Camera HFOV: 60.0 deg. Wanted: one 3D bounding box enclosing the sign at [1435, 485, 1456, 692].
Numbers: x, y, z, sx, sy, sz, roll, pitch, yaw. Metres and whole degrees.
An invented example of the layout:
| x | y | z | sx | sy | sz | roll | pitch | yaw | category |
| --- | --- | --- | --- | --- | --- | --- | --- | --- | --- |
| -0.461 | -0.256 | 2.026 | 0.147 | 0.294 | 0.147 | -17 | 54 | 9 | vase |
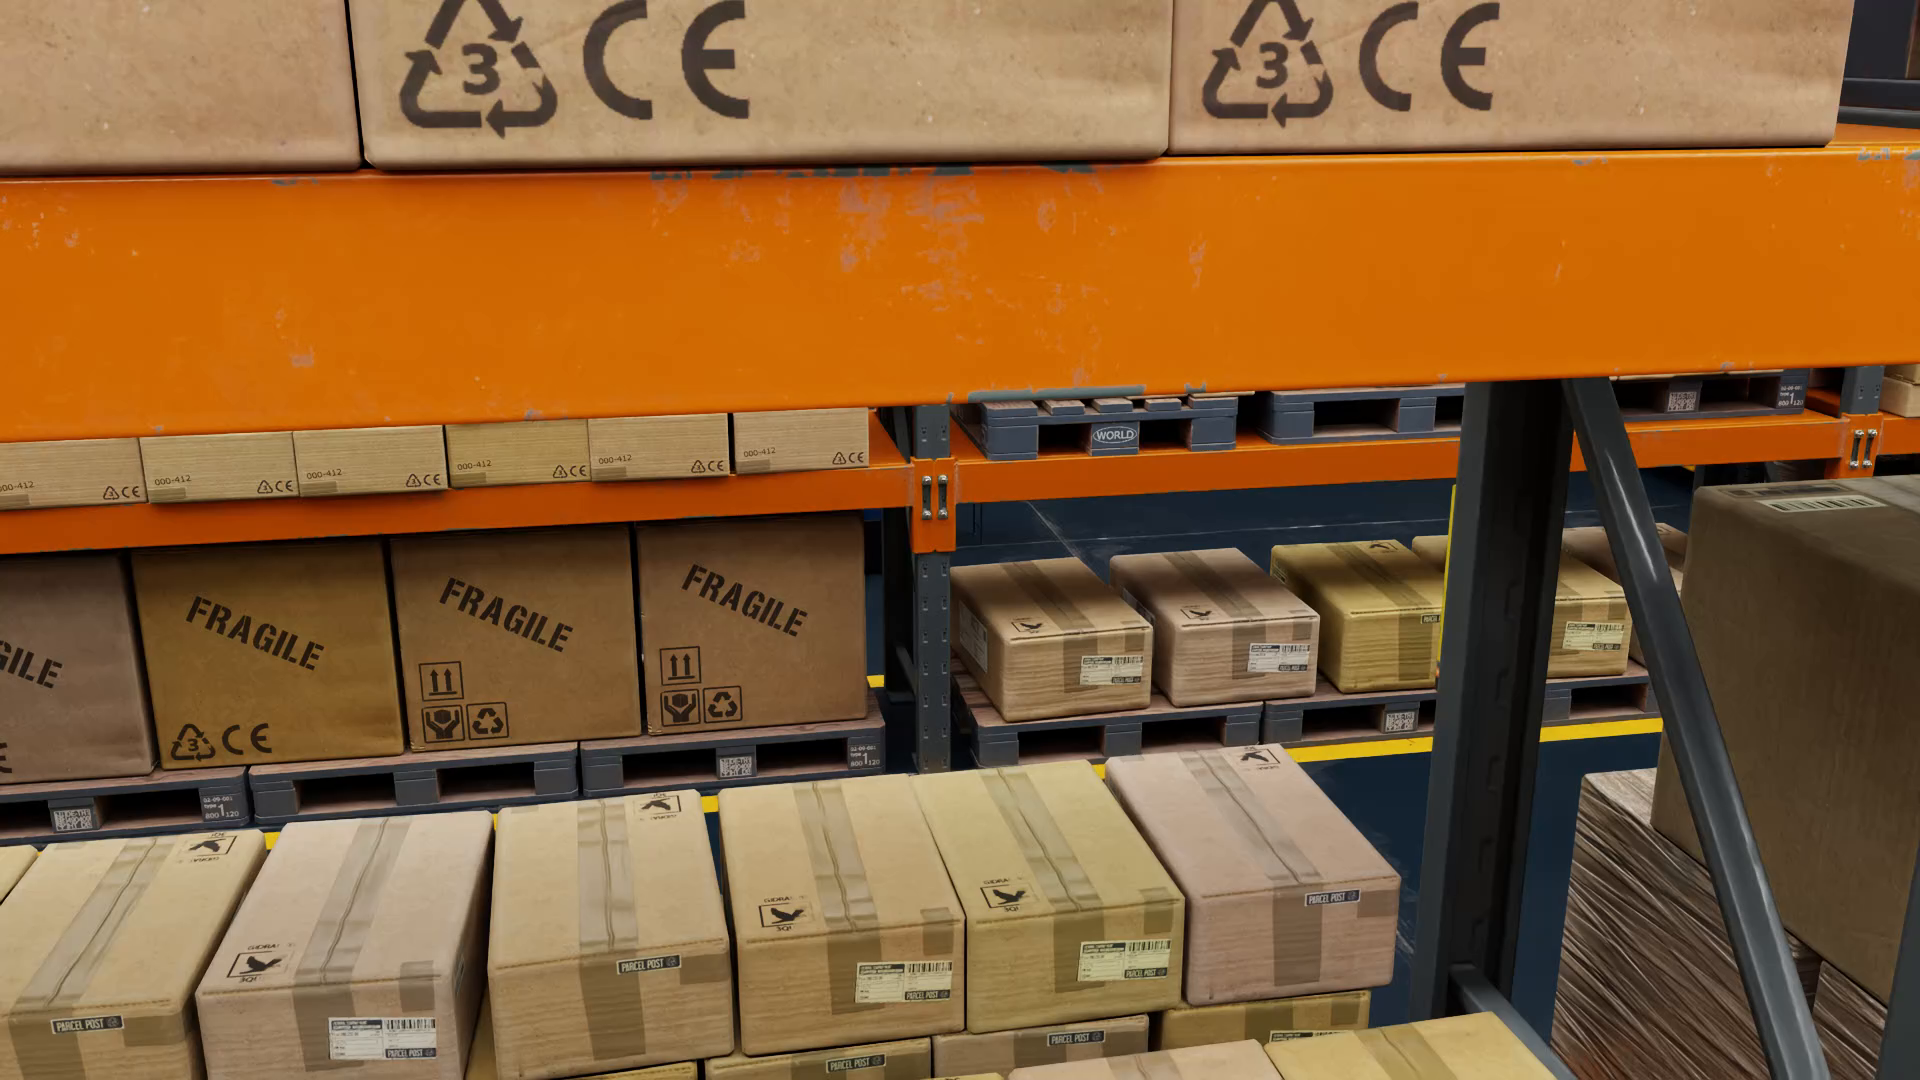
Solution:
| x | y | z | sx | sy | sz | roll | pitch | yaw | category |
| --- | --- | --- | --- | --- | --- | --- | --- | --- | --- |
| 0.736 | 0.088 | 2.446 | 0.005 | 0.325 | 0.100 | -3 | 17 | -10 | sign |

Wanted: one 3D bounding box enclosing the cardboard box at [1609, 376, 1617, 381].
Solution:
| x | y | z | sx | sy | sz | roll | pitch | yaw | category |
| --- | --- | --- | --- | --- | --- | --- | --- | --- | --- |
| 2.523 | -0.766 | 6.910 | 0.250 | 0.149 | 0.380 | -3 | 17 | -10 | cardboard box |

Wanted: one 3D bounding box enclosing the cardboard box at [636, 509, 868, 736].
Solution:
| x | y | z | sx | sy | sz | roll | pitch | yaw | category |
| --- | --- | --- | --- | --- | --- | --- | --- | --- | --- |
| -0.887 | 0.209 | 6.926 | 0.875 | 0.875 | 0.875 | -3 | 17 | -11 | cardboard box |

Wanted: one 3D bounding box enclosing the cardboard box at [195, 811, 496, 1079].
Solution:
| x | y | z | sx | sy | sz | roll | pitch | yaw | category |
| --- | --- | --- | --- | --- | --- | --- | --- | --- | --- |
| -0.676 | 0.464 | 1.891 | 0.250 | 0.149 | 0.380 | -2 | 17 | -8 | cardboard box |

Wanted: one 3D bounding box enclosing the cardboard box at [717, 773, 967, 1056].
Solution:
| x | y | z | sx | sy | sz | roll | pitch | yaw | category |
| --- | --- | --- | --- | --- | --- | --- | --- | --- | --- |
| -0.151 | 0.434 | 1.990 | 0.250 | 0.149 | 0.380 | -3 | 17 | -11 | cardboard box |

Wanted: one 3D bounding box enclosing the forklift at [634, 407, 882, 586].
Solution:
| x | y | z | sx | sy | sz | roll | pitch | yaw | category |
| --- | --- | --- | --- | --- | --- | --- | --- | --- | --- |
| -1.826 | -1.279 | 8.985 | 3.031 | 2.935 | 1.130 | -4 | 17 | -12 | forklift |

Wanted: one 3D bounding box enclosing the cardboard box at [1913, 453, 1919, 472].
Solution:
| x | y | z | sx | sy | sz | roll | pitch | yaw | category |
| --- | --- | --- | --- | --- | --- | --- | --- | --- | --- |
| 4.499 | -0.343 | 7.405 | 0.250 | 0.149 | 0.380 | -3 | 17 | -10 | cardboard box |

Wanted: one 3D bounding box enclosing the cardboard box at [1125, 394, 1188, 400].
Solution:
| x | y | z | sx | sy | sz | roll | pitch | yaw | category |
| --- | --- | --- | --- | --- | --- | --- | --- | --- | --- |
| 0.722 | -0.674 | 6.609 | 0.250 | 0.149 | 0.380 | -4 | 18 | -14 | cardboard box |

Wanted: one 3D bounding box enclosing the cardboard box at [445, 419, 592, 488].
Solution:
| x | y | z | sx | sy | sz | roll | pitch | yaw | category |
| --- | --- | --- | --- | --- | --- | --- | --- | --- | --- |
| -1.637 | -0.389 | 6.226 | 0.500 | 0.250 | 0.500 | -3 | 17 | -11 | cardboard box |

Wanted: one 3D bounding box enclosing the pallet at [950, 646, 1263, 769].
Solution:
| x | y | z | sx | sy | sz | roll | pitch | yaw | category |
| --- | --- | --- | --- | --- | --- | --- | --- | --- | --- |
| 0.574 | 0.669 | 7.273 | 1.213 | 0.211 | 1.003 | -3 | 17 | -10 | pallet |

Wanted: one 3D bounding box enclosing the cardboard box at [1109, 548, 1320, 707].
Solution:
| x | y | z | sx | sy | sz | roll | pitch | yaw | category |
| --- | --- | --- | --- | --- | --- | --- | --- | --- | --- |
| 1.086 | 0.363 | 7.281 | 0.625 | 0.372 | 0.950 | -4 | 17 | -12 | cardboard box |

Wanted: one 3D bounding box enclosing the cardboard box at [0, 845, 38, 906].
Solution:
| x | y | z | sx | sy | sz | roll | pitch | yaw | category |
| --- | --- | --- | --- | --- | --- | --- | --- | --- | --- |
| -1.181 | 0.492 | 1.800 | 0.250 | 0.149 | 0.380 | -3 | 17 | -11 | cardboard box |

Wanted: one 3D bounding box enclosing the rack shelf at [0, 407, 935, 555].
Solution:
| x | y | z | sx | sy | sz | roll | pitch | yaw | category |
| --- | --- | --- | --- | --- | --- | --- | --- | --- | --- |
| -2.157 | -0.165 | 6.466 | 4.000 | 0.370 | 1.077 | -3 | 17 | -10 | rack shelf |

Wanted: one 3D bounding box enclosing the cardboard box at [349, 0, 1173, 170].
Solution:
| x | y | z | sx | sy | sz | roll | pitch | yaw | category |
| --- | --- | --- | --- | --- | --- | --- | --- | --- | --- |
| -0.156 | -0.544 | 1.195 | 0.500 | 0.500 | 0.500 | -3 | 17 | -10 | cardboard box |

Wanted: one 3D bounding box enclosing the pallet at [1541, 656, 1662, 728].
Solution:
| x | y | z | sx | sy | sz | roll | pitch | yaw | category |
| --- | --- | --- | --- | --- | --- | --- | --- | --- | --- |
| 2.970 | 0.534 | 7.715 | 1.213 | 0.211 | 1.003 | -3 | 17 | -10 | pallet |

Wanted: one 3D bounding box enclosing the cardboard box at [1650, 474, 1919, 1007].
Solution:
| x | y | z | sx | sy | sz | roll | pitch | yaw | category |
| --- | --- | --- | --- | --- | --- | --- | --- | --- | --- |
| 1.288 | 0.253 | 2.006 | 0.500 | 0.500 | 0.700 | -3 | 17 | -11 | cardboard box |

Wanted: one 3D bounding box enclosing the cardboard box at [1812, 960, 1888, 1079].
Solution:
| x | y | z | sx | sy | sz | roll | pitch | yaw | category |
| --- | --- | --- | --- | --- | --- | --- | --- | --- | --- |
| 1.337 | 0.806 | 1.909 | 0.500 | 0.500 | 0.500 | -3 | 17 | -10 | cardboard box |

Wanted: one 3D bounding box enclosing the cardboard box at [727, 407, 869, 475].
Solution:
| x | y | z | sx | sy | sz | roll | pitch | yaw | category |
| --- | --- | --- | --- | --- | --- | --- | --- | --- | --- |
| -0.641 | -0.446 | 6.409 | 0.500 | 0.250 | 0.500 | -4 | 17 | -12 | cardboard box |

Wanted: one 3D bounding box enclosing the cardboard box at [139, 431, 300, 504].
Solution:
| x | y | z | sx | sy | sz | roll | pitch | yaw | category |
| --- | --- | --- | --- | --- | --- | --- | --- | --- | --- |
| -2.625 | -0.328 | 6.025 | 0.500 | 0.250 | 0.500 | -3 | 17 | -11 | cardboard box |

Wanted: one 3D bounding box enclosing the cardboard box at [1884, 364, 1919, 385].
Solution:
| x | y | z | sx | sy | sz | roll | pitch | yaw | category |
| --- | --- | --- | --- | --- | --- | --- | --- | --- | --- |
| 4.219 | -0.977 | 7.208 | 0.500 | 0.500 | 0.500 | -3 | 17 | -11 | cardboard box |

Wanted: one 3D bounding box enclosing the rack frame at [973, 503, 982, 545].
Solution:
| x | y | z | sx | sy | sz | roll | pitch | yaw | category |
| --- | --- | --- | --- | --- | --- | --- | --- | --- | --- |
| 0.104 | -0.579 | 9.655 | 0.006 | 1.200 | 0.240 | -3 | 17 | -10 | rack frame |

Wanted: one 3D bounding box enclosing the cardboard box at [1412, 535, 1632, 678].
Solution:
| x | y | z | sx | sy | sz | roll | pitch | yaw | category |
| --- | --- | --- | --- | --- | --- | --- | --- | --- | --- |
| 2.514 | 0.283 | 7.541 | 0.625 | 0.372 | 0.950 | -2 | 17 | -7 | cardboard box |

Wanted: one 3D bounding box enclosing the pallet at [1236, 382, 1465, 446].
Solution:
| x | y | z | sx | sy | sz | roll | pitch | yaw | category |
| --- | --- | --- | --- | --- | --- | --- | --- | --- | --- |
| 1.742 | -0.651 | 7.148 | 1.213 | 0.211 | 1.003 | -3 | 17 | -10 | pallet |

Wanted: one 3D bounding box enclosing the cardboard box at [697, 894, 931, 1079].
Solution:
| x | y | z | sx | sy | sz | roll | pitch | yaw | category |
| --- | --- | --- | --- | --- | --- | --- | --- | --- | --- |
| -0.195 | 0.579 | 2.025 | 0.250 | 0.149 | 0.380 | -4 | 17 | -12 | cardboard box |

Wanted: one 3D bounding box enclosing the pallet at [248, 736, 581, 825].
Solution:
| x | y | z | sx | sy | sz | roll | pitch | yaw | category |
| --- | --- | --- | --- | --- | --- | --- | --- | --- | --- |
| -2.177 | 0.802 | 6.842 | 1.213 | 0.211 | 1.003 | -3 | 17 | -10 | pallet |

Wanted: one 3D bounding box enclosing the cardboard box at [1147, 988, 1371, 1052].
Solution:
| x | y | z | sx | sy | sz | roll | pitch | yaw | category |
| --- | --- | --- | --- | --- | --- | --- | --- | --- | --- |
| 0.332 | 0.547 | 2.128 | 0.250 | 0.149 | 0.380 | -2 | 17 | -8 | cardboard box |

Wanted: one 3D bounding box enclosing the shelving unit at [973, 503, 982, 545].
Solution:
| x | y | z | sx | sy | sz | roll | pitch | yaw | category |
| --- | --- | --- | --- | --- | --- | --- | --- | --- | --- |
| 0.014 | -0.574 | 9.638 | 0.189 | 1.200 | 0.258 | -3 | 17 | -10 | shelving unit |

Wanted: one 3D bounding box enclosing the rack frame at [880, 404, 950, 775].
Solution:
| x | y | z | sx | sy | sz | roll | pitch | yaw | category |
| --- | --- | --- | --- | --- | --- | --- | --- | --- | --- |
| -0.193 | -0.620 | 6.723 | 0.127 | 3.000 | 1.000 | -3 | 17 | -10 | rack frame |

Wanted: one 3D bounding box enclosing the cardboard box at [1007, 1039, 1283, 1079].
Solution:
| x | y | z | sx | sy | sz | roll | pitch | yaw | category |
| --- | --- | --- | --- | --- | --- | --- | --- | --- | --- |
| 0.204 | 0.609 | 1.421 | 0.250 | 0.149 | 0.380 | -3 | 17 | -11 | cardboard box |

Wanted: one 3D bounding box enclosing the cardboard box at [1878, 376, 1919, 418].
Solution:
| x | y | z | sx | sy | sz | roll | pitch | yaw | category |
| --- | --- | --- | --- | --- | --- | --- | --- | --- | --- |
| 4.104 | -0.648 | 7.241 | 0.250 | 0.149 | 0.380 | -3 | 17 | -11 | cardboard box |

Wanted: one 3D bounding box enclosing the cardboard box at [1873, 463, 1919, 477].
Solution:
| x | y | z | sx | sy | sz | roll | pitch | yaw | category |
| --- | --- | --- | --- | --- | --- | --- | --- | --- | --- |
| 4.364 | -0.043 | 7.534 | 0.500 | 0.500 | 0.500 | -2 | 17 | -8 | cardboard box |

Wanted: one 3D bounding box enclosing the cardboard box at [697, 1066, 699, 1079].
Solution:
| x | y | z | sx | sy | sz | roll | pitch | yaw | category |
| --- | --- | --- | --- | --- | --- | --- | --- | --- | --- |
| -0.426 | 0.733 | 2.030 | 0.250 | 0.149 | 0.380 | -2 | 17 | -8 | cardboard box |

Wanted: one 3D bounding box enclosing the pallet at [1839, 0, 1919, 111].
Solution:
| x | y | z | sx | sy | sz | roll | pitch | yaw | category |
| --- | --- | --- | --- | --- | --- | --- | --- | --- | --- |
| 1.467 | -0.594 | 1.849 | 1.003 | 0.211 | 1.213 | -2 | 17 | -8 | pallet |

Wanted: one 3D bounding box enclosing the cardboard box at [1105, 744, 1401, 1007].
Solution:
| x | y | z | sx | sy | sz | roll | pitch | yaw | category |
| --- | --- | --- | --- | --- | --- | --- | --- | --- | --- |
| 0.350 | 0.406 | 2.080 | 0.250 | 0.149 | 0.380 | -3 | 17 | -10 | cardboard box |

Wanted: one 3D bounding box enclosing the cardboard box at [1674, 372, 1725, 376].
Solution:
| x | y | z | sx | sy | sz | roll | pitch | yaw | category |
| --- | --- | --- | --- | --- | --- | --- | --- | --- | --- |
| 3.019 | -0.806 | 7.040 | 0.250 | 0.149 | 0.380 | -4 | 17 | -12 | cardboard box |

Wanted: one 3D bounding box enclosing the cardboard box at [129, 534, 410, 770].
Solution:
| x | y | z | sx | sy | sz | roll | pitch | yaw | category |
| --- | --- | --- | --- | --- | --- | --- | --- | --- | --- |
| -2.642 | 0.307 | 6.606 | 0.875 | 0.875 | 0.875 | -3 | 17 | -9 | cardboard box |

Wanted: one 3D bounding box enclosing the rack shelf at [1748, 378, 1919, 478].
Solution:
| x | y | z | sx | sy | sz | roll | pitch | yaw | category |
| --- | --- | --- | --- | --- | --- | --- | --- | --- | --- |
| 5.698 | -0.611 | 7.916 | 4.000 | 0.370 | 1.077 | -3 | 17 | -10 | rack shelf |
